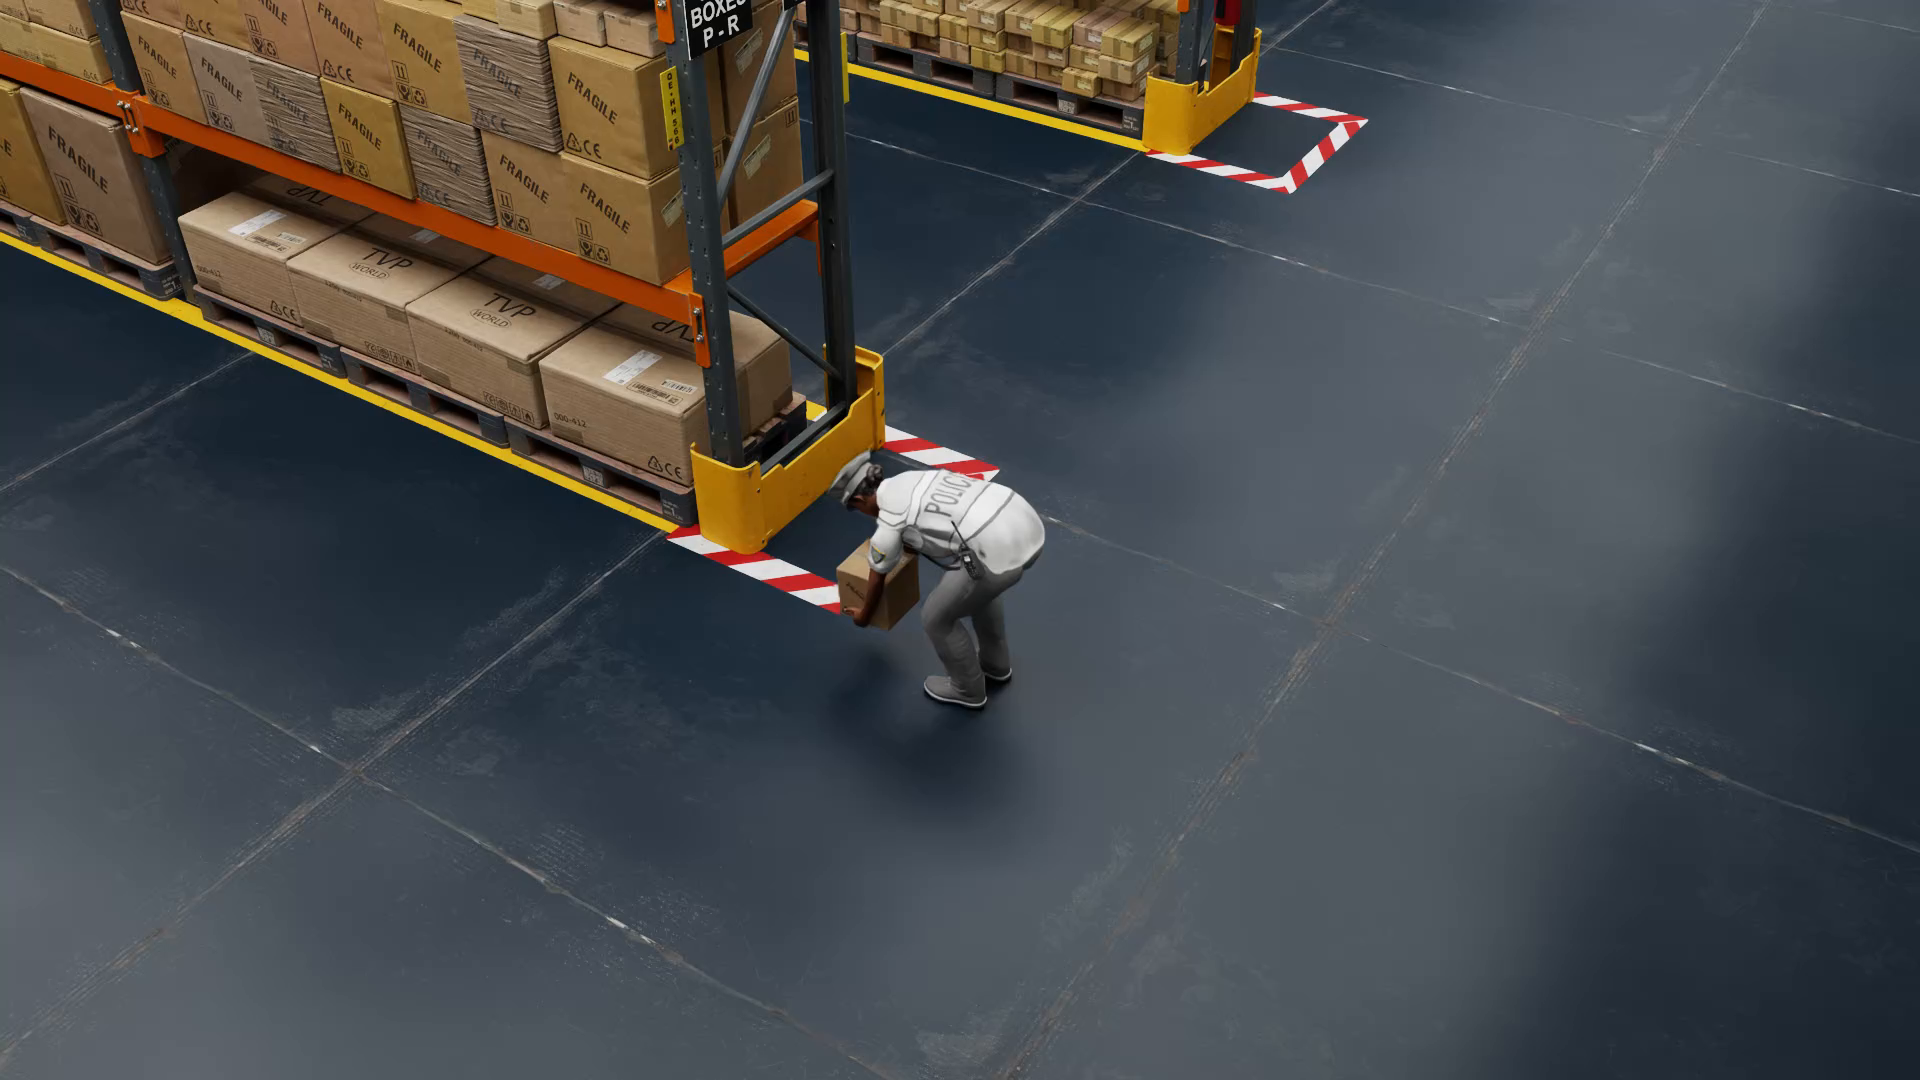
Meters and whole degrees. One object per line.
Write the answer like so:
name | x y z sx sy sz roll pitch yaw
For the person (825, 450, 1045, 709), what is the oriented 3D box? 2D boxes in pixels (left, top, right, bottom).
person | -0.111 0.162 6.963 0.940 1.059 0.431 20 43 23
